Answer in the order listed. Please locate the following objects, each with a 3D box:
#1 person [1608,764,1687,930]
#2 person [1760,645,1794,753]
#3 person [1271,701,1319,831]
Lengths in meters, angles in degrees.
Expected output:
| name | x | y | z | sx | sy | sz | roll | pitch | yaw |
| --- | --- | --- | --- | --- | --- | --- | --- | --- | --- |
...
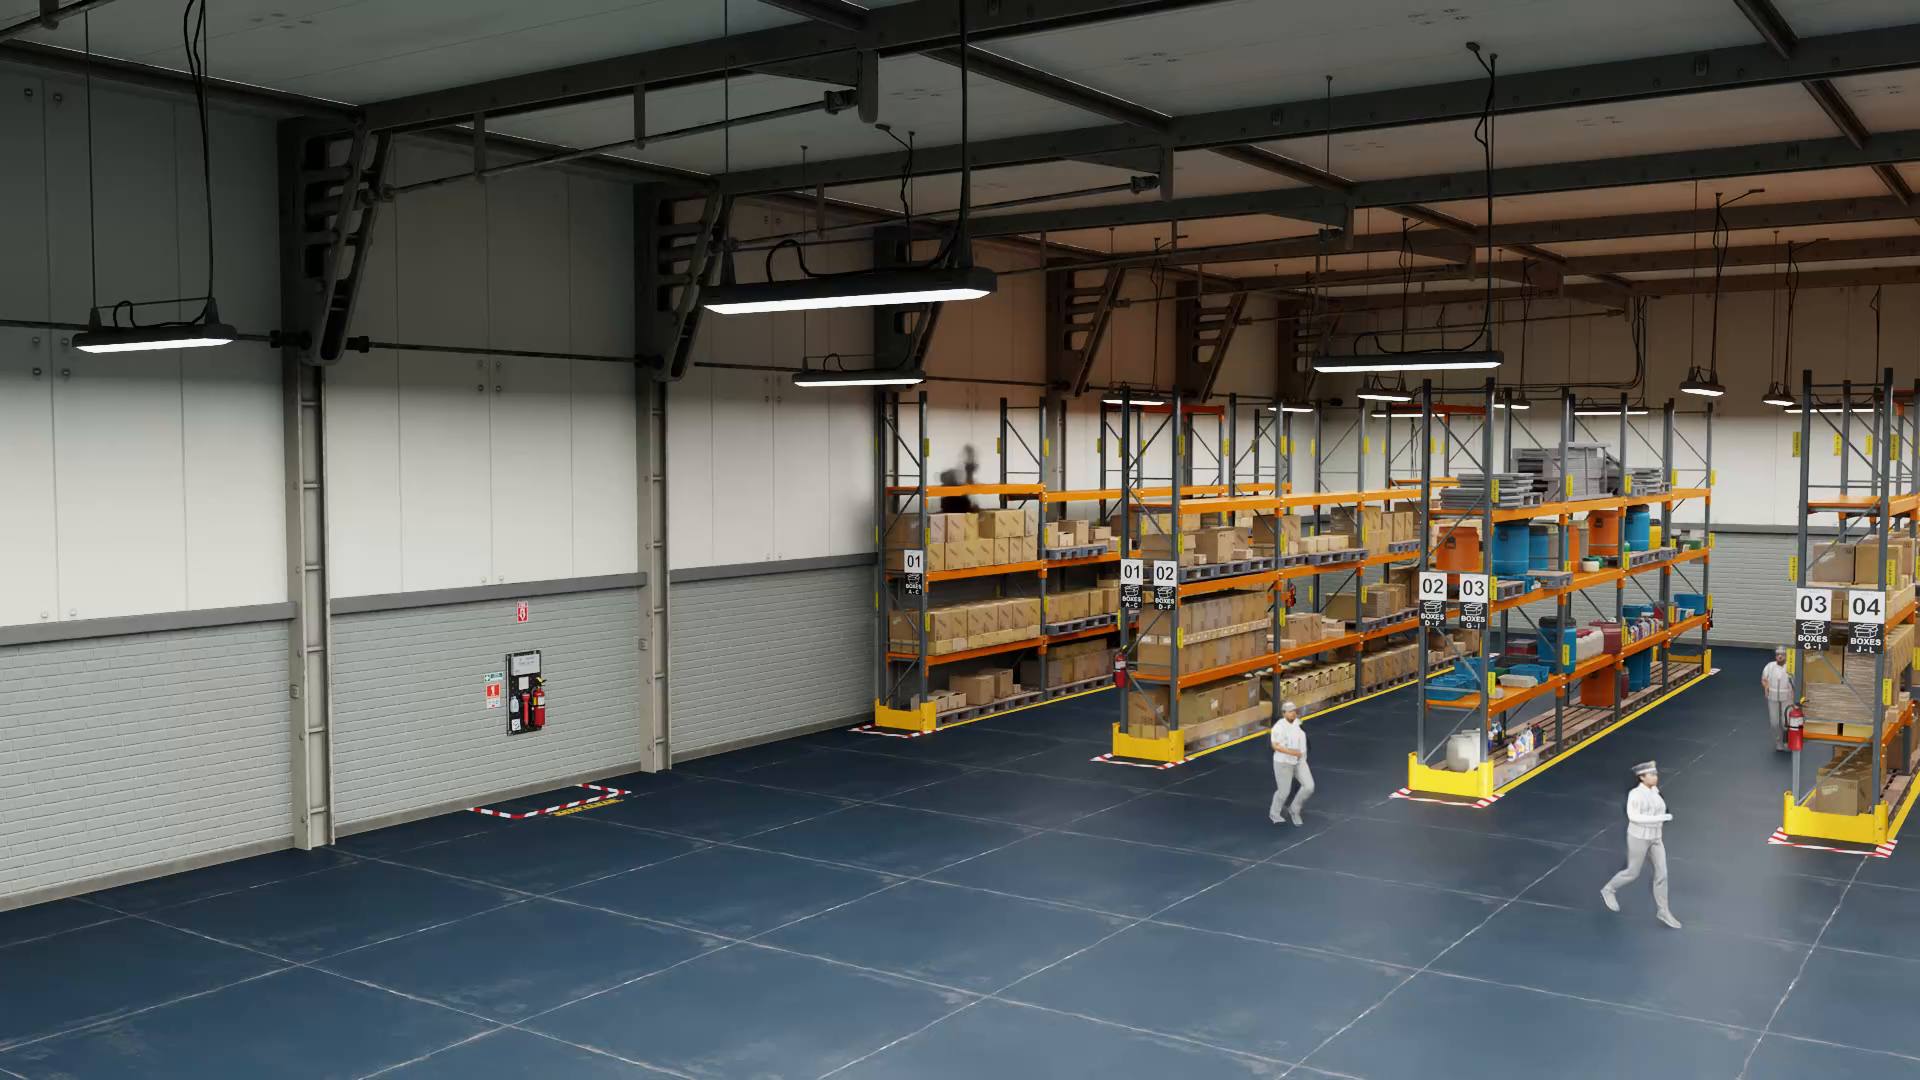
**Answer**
| name | x | y | z | sx | sy | sz | roll | pitch | yaw |
| --- | --- | --- | --- | --- | --- | --- | --- | --- | --- |
| person | 7.253 | 3.171 | 17.455 | 0.634 | 1.681 | 0.860 | -2 | 4 | -34 |
| person | 13.459 | 2.615 | 27.303 | 0.639 | 1.785 | 0.691 | 2 | 4 | 37 |
| person | 4.407 | 2.971 | 21.939 | 0.604 | 1.717 | 0.718 | -2 | 4 | -26 |
